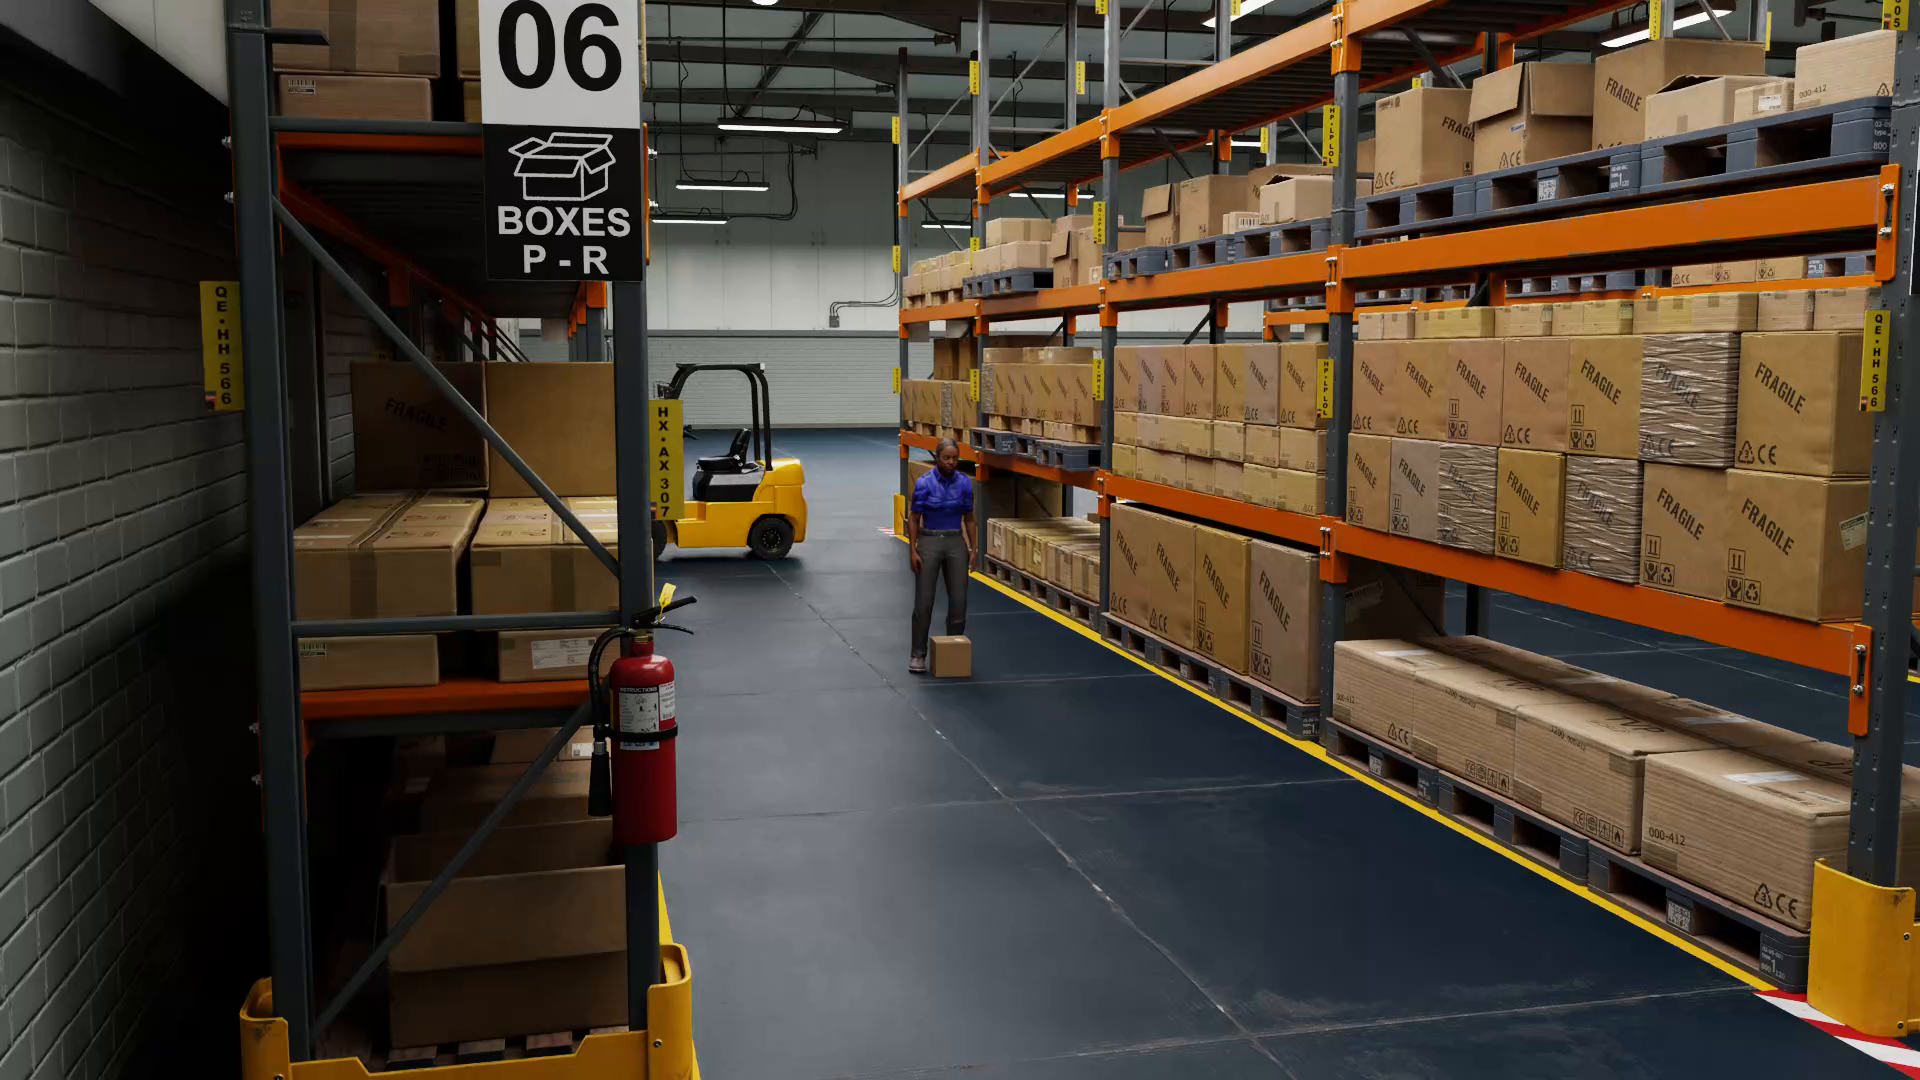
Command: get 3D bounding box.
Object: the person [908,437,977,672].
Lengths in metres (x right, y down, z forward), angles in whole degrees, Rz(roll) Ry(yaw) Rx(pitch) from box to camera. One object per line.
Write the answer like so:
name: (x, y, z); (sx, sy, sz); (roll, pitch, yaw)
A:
person: (-0.129, 0.096, 11.827); (0.523, 1.655, 0.351); (-2, 6, -15)
